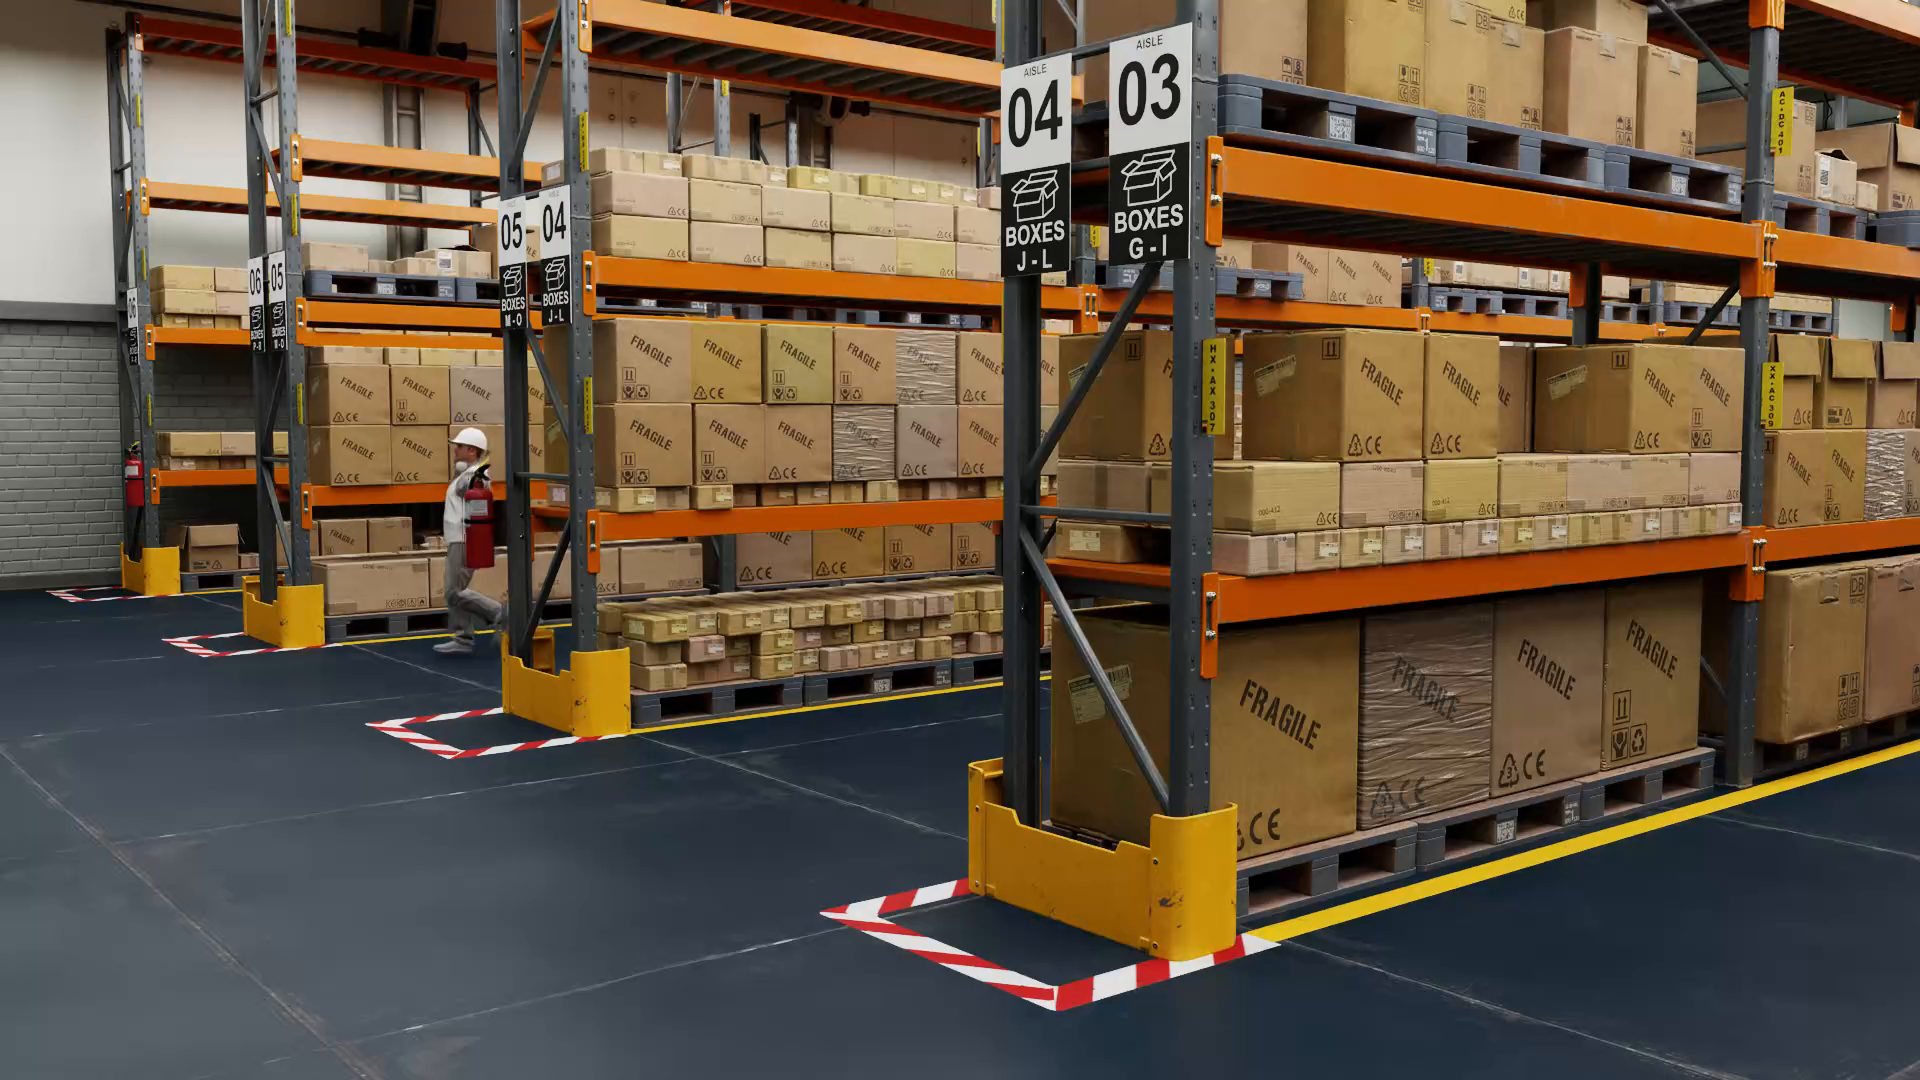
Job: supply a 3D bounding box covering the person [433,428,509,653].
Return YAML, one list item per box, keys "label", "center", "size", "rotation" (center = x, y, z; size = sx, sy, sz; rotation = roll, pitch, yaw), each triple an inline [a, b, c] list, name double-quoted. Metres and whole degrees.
- label: "person"
  center: [-3.798, 0.009, 12.955]
  size: [0.633, 1.759, 0.545]
  rotation: [-1, 4, -17]
